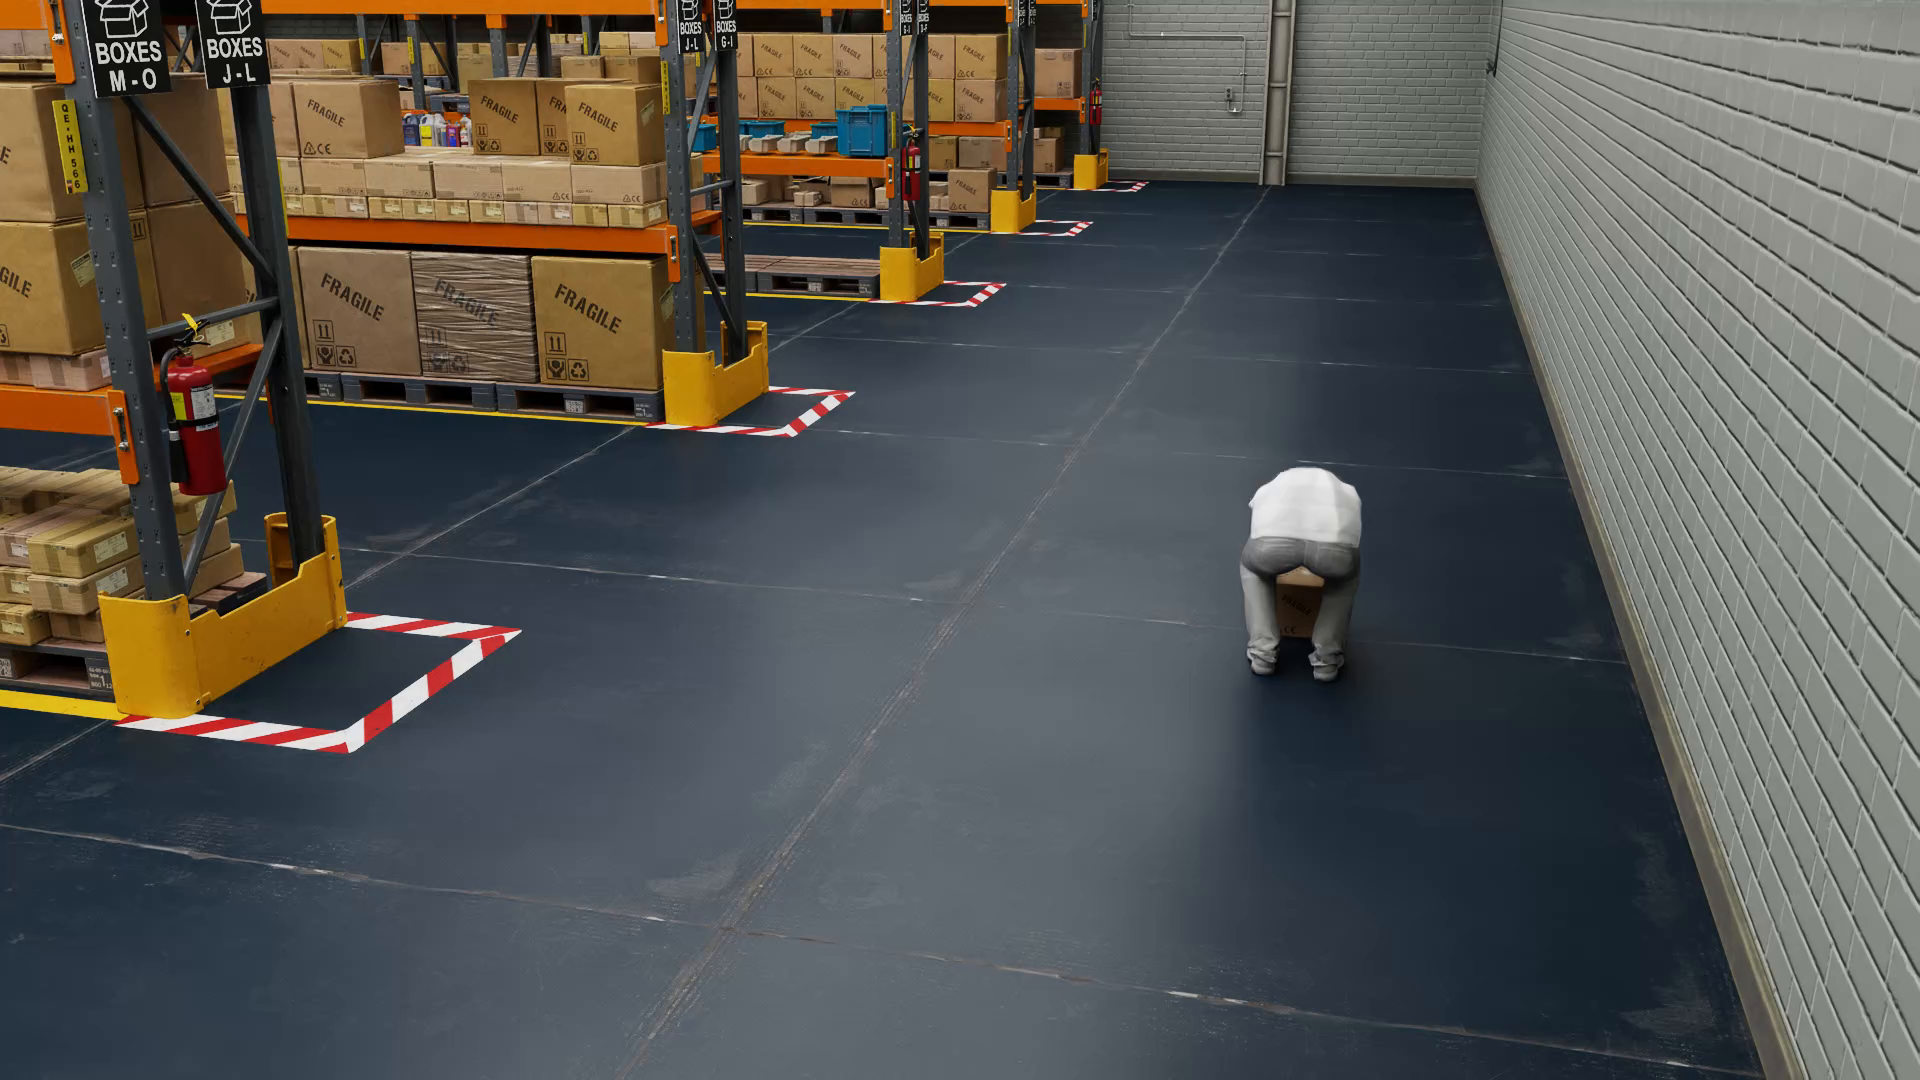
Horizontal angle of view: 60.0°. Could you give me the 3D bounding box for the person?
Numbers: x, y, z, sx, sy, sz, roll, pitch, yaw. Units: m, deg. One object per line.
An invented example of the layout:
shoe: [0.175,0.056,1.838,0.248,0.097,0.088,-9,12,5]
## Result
person: [1.480,0.080,7.225,0.520,0.896,1.003,4,19,11]
